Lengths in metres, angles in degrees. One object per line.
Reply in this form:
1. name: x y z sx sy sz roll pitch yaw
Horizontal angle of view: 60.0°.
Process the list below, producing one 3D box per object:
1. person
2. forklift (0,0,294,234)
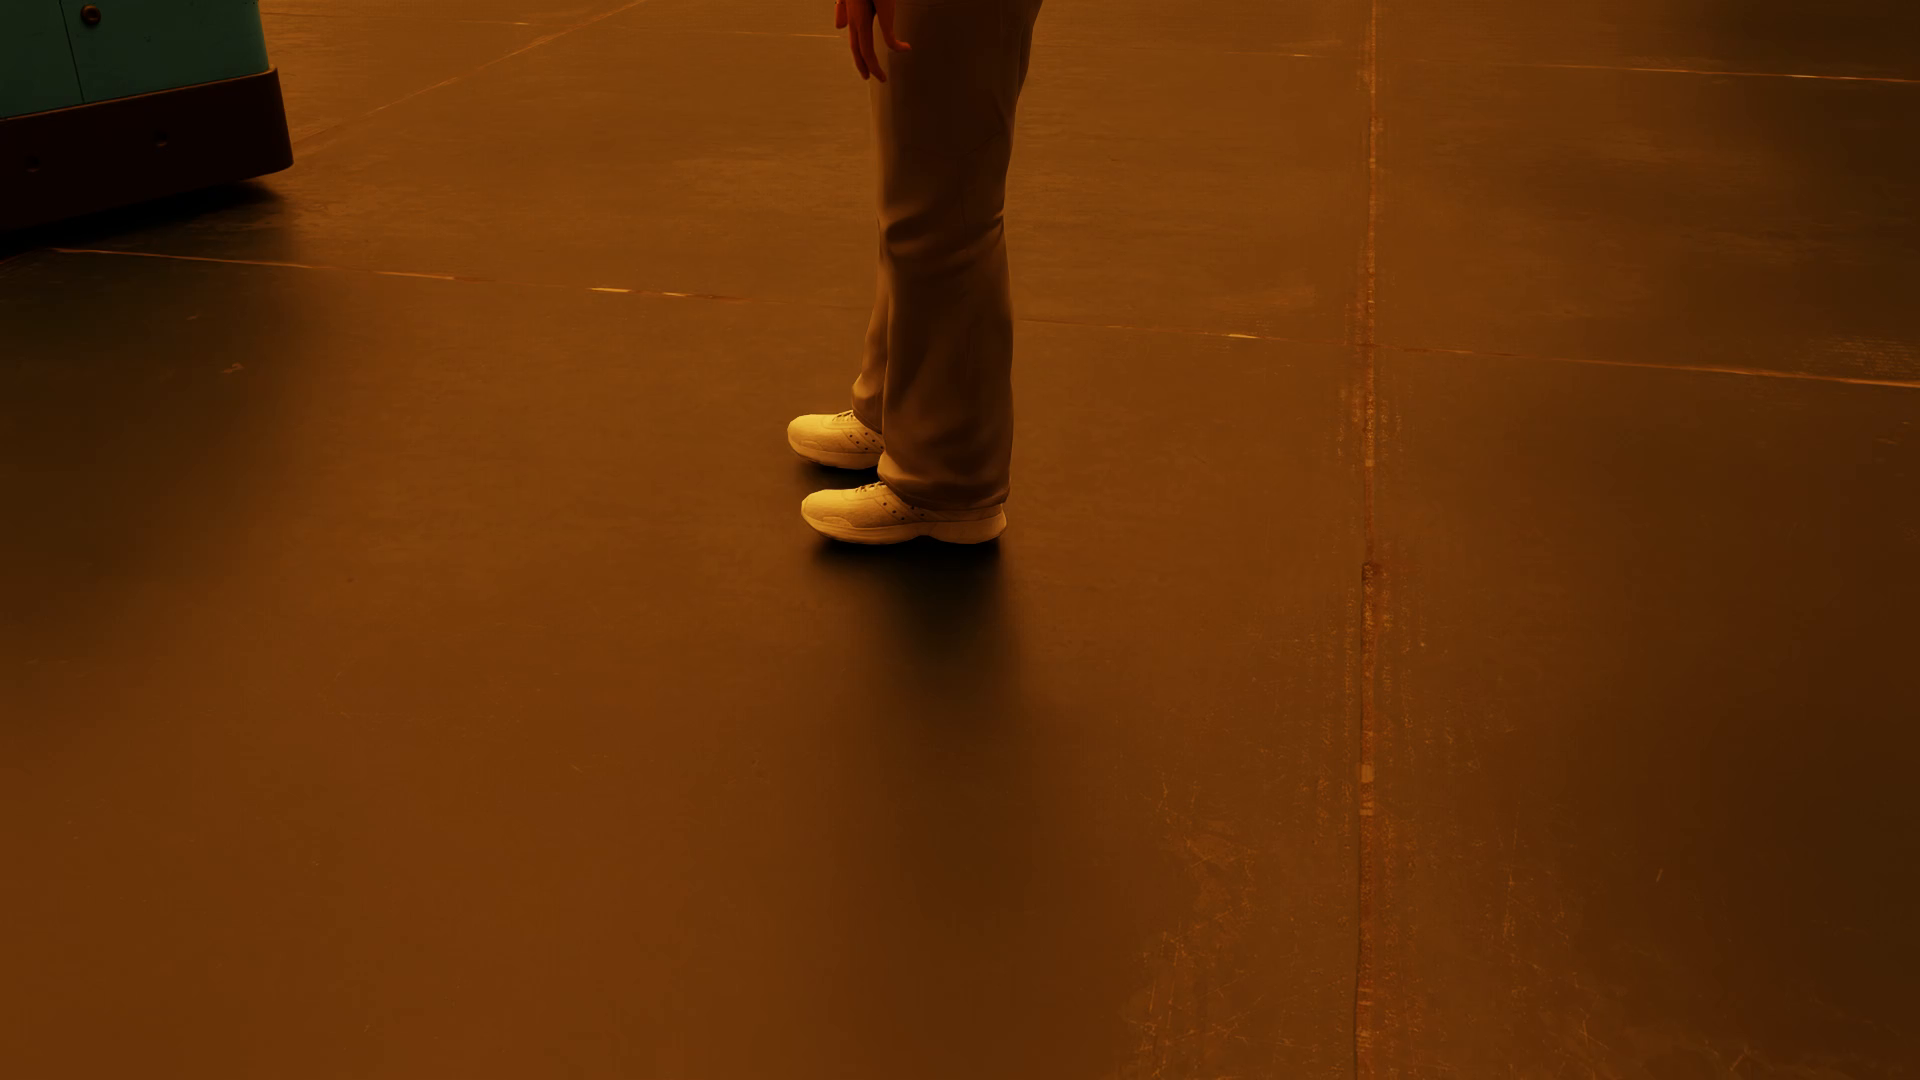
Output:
1. person: -0.069 -0.768 2.146 0.548 1.673 0.549 6 27 11
2. forklift: -3.175 -2.425 4.053 3.031 2.935 1.130 19 32 33
